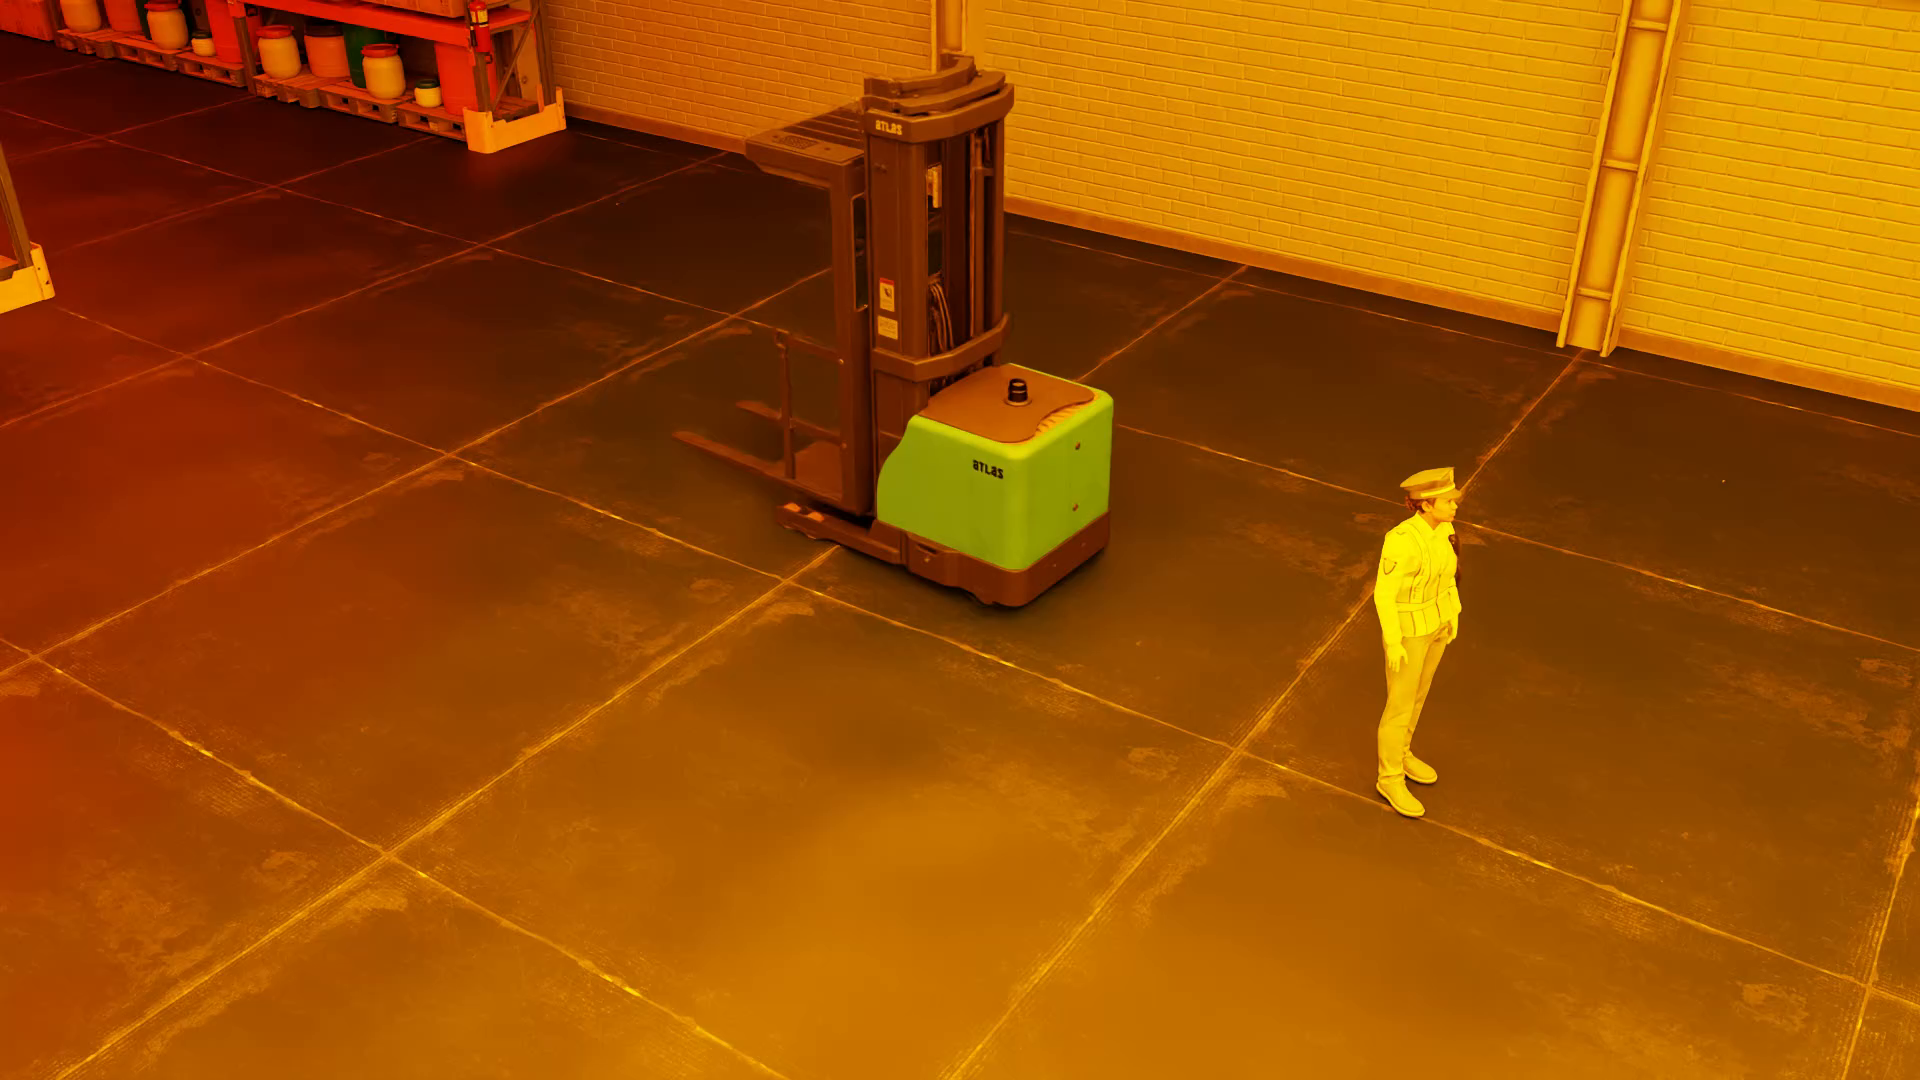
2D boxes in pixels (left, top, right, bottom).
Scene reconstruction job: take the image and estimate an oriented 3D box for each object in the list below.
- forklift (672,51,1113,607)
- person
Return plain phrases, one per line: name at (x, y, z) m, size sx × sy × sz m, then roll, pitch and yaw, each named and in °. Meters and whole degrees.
forklift at (-0.554, -1.465, 10.104) m, size 3.031 × 2.935 × 1.130 m, roll 21°, pitch 36°, yaw 32°
person at (2.258, 0.448, 8.027) m, size 0.586 × 1.694 × 0.532 m, roll -25°, pitch 38°, yaw -36°
